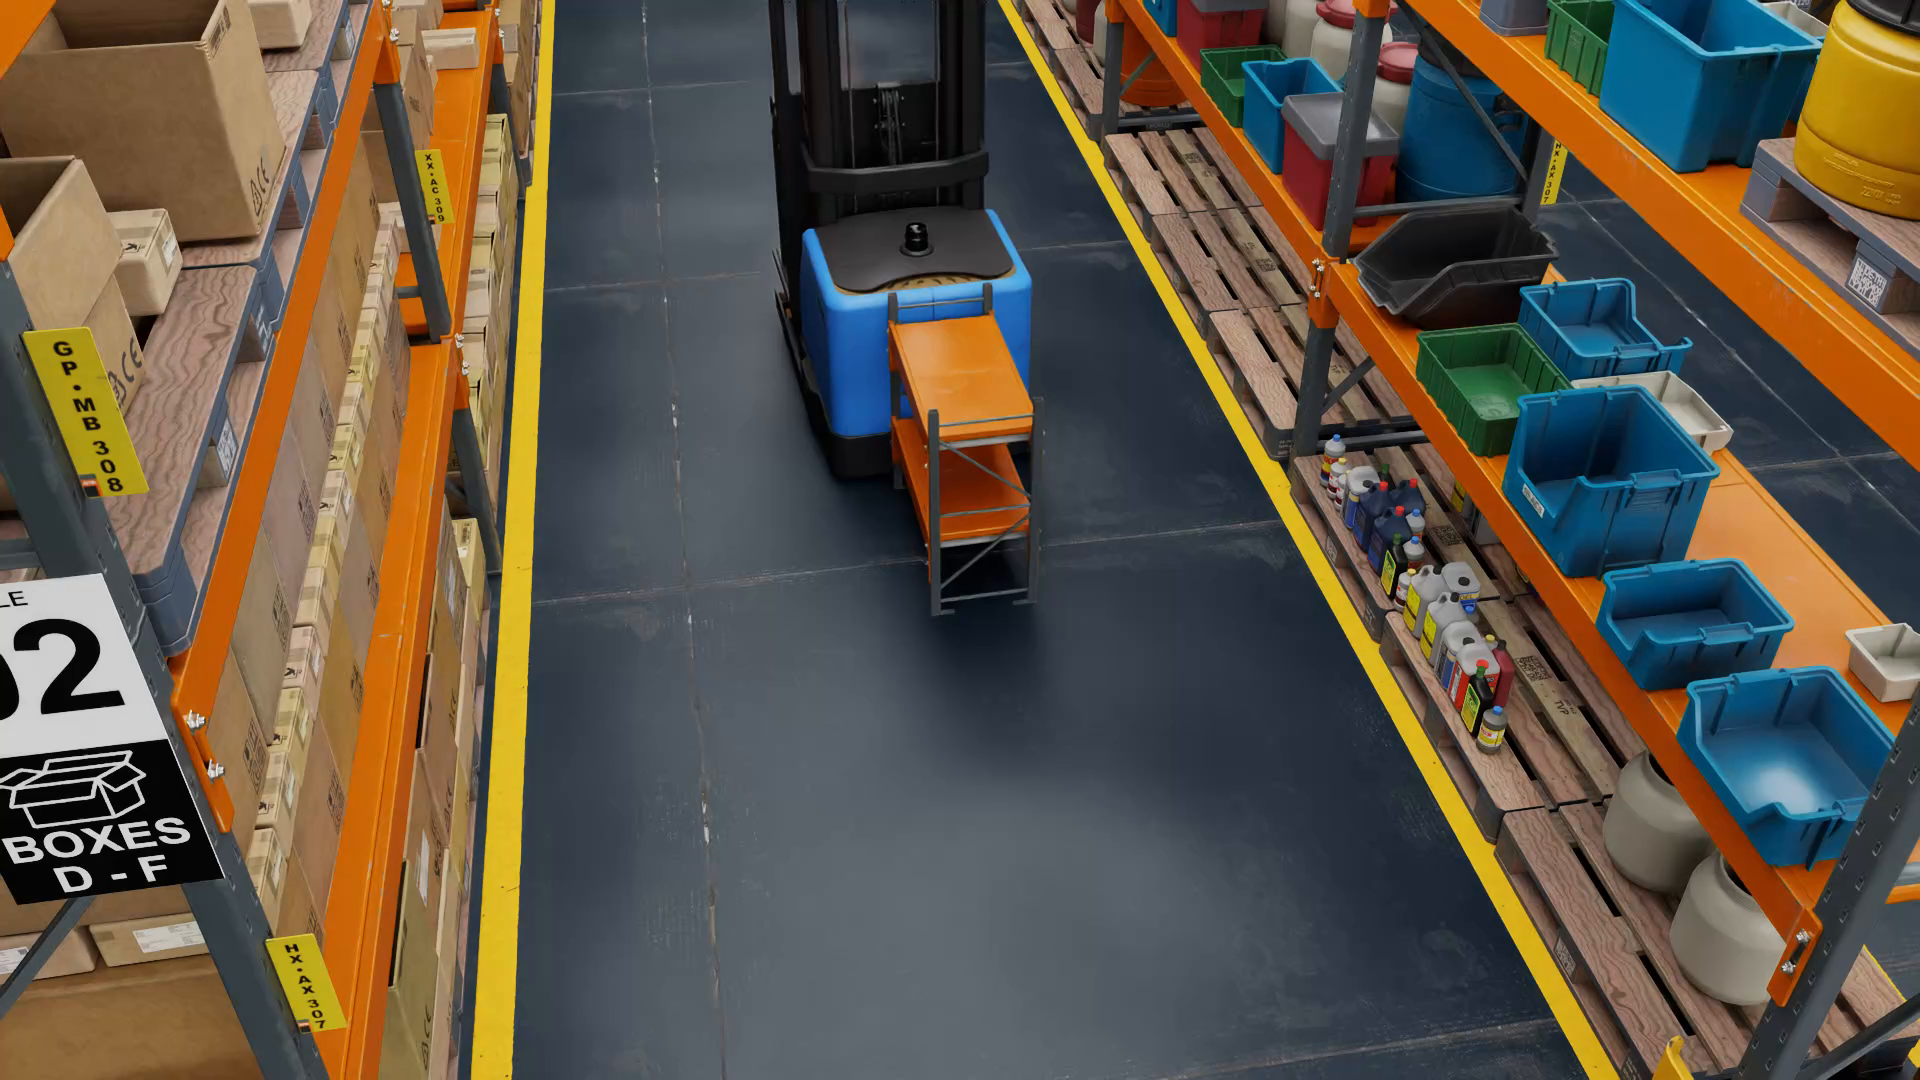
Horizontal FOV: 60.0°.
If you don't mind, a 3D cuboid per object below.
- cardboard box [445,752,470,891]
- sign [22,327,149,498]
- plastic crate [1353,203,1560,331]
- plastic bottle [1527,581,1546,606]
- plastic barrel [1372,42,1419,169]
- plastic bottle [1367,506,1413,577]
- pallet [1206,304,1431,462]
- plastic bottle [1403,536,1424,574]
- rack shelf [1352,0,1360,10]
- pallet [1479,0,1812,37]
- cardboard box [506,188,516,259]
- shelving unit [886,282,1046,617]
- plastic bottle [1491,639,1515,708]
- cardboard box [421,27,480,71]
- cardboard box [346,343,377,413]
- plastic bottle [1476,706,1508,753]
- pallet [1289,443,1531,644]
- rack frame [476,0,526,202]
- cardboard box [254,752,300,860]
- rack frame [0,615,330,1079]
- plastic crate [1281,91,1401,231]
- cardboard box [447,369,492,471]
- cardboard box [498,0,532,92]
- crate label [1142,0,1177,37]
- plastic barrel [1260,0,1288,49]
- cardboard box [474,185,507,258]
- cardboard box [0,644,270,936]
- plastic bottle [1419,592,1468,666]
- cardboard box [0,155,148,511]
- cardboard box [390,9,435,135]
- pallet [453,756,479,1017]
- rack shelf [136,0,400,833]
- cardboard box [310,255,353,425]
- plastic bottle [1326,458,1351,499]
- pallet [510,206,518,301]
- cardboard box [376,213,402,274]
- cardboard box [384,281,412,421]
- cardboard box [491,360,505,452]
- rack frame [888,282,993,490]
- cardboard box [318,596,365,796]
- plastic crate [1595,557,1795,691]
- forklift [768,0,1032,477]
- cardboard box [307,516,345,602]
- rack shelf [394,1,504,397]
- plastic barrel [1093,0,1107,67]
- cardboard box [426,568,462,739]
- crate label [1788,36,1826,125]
[{"bbox_3d":[-2.125,1.077,6.218,0.500,0.250,0.500,-6,38,-8],"label":"cardboard box"},{"bbox_3d":[-1.441,-0.206,2.748,0.100,0.325,0.005,-6,38,-8],"label":"sign"},{"bbox_3d":[2.154,-1.181,7.276,0.767,0.338,0.504,-6,38,-8],"label":"plastic crate"},{"bbox_3d":[2.595,0.143,7.377,0.061,0.283,0.133,-6,38,-8],"label":"plastic bottle"},{"bbox_3d":[2.236,-2.191,8.414,0.433,0.535,0.433,0,38,0],"label":"plastic barrel"},{"bbox_3d":[1.954,-0.017,7.527,0.144,0.351,0.185,-8,39,-10],"label":"plastic bottle"},{"bbox_3d":[2.012,-0.905,9.142,1.003,0.211,1.213,-6,38,-8],"label":"pallet"},{"bbox_3d":[2.016,0.099,7.443,0.097,0.271,0.097,0,38,0],"label":"plastic bottle"},{"bbox_3d":[1.837,-3.644,8.537,1.077,0.370,4.000,-6,38,-8],"label":"rack shelf"},{"bbox_3d":[2.410,-2.220,6.272,1.213,0.211,1.003,-6,38,-8],"label":"pallet"},{"bbox_3d":[-2.965,-1.899,10.048,0.500,0.250,0.500,-7,38,-8],"label":"cardboard box"},{"bbox_3d":[0.010,-0.434,7.792,0.538,1.125,1.048,-7,38,-9],"label":"shelving unit"},{"bbox_3d":[2.223,0.550,6.852,0.061,0.283,0.133,-6,38,-8],"label":"plastic bottle"},{"bbox_3d":[-2.961,-2.808,9.525,0.380,0.149,0.250,-6,38,-8],"label":"cardboard box"},{"bbox_3d":[-2.254,-0.545,5.796,0.380,0.149,0.250,-6,38,-8],"label":"cardboard box"},{"bbox_3d":[2.135,0.750,6.662,0.097,0.201,0.097,0,38,0],"label":"plastic bottle"},{"bbox_3d":[2.264,-0.024,8.009,1.003,0.211,1.213,-6,38,-8],"label":"pallet"},{"bbox_3d":[-3.391,-3.421,10.108,1.000,3.000,0.127,-6,38,-8],"label":"rack frame"},{"bbox_3d":[-1.894,0.696,4.199,0.380,0.149,0.250,-7,38,-9],"label":"cardboard box"},{"bbox_3d":[-1.988,1.411,3.889,1.000,3.000,0.127,-6,38,-8],"label":"rack frame"},{"bbox_3d":[1.802,-1.820,7.996,0.402,0.464,0.583,-6,38,-8],"label":"plastic crate"},{"bbox_3d":[-2.517,-0.583,7.897,0.500,0.311,0.500,-6,38,-8],"label":"cardboard box"},{"bbox_3d":[-3.370,-3.532,11.931,0.500,0.500,0.500,-7,38,-9],"label":"cardboard box"},{"bbox_3d":[1.394,-3.336,9.971,0.502,0.435,0.616,-6,38,-8],"label":"crate label"},{"bbox_3d":[1.951,-3.143,9.659,0.421,0.512,0.421,0,38,0],"label":"plastic barrel"},{"bbox_3d":[-2.873,-1.814,9.482,0.500,0.311,0.500,-6,38,-8],"label":"cardboard box"},{"bbox_3d":[-2.067,0.544,3.866,0.700,0.500,0.500,-6,38,-8],"label":"cardboard box"},{"bbox_3d":[2.061,0.352,7.052,0.144,0.351,0.185,-5,38,-6],"label":"plastic bottle"},{"bbox_3d":[-2.085,-0.383,3.212,0.797,0.503,0.637,-4,38,-5],"label":"cardboard box"},{"bbox_3d":[-3.081,-2.449,8.776,0.500,0.500,0.500,-8,39,-10],"label":"cardboard box"},{"bbox_3d":[-2.374,1.319,6.280,1.003,0.211,1.213,-6,38,-8],"label":"pallet"},{"bbox_3d":[-2.339,-0.698,4.744,1.077,0.370,4.000,-6,38,-8],"label":"rack shelf"},{"bbox_3d":[-2.429,-0.682,5.444,0.700,0.500,0.500,-6,38,-8],"label":"cardboard box"},{"bbox_3d":[1.830,-0.303,8.018,0.097,0.201,0.097,0,38,0],"label":"plastic bottle"},{"bbox_3d":[-3.285,-1.818,10.319,1.003,0.211,1.213,-6,38,-8],"label":"pallet"},{"bbox_3d":[-2.431,-1.159,6.587,0.380,0.149,0.250,-6,38,-8],"label":"cardboard box"},{"bbox_3d":[-2.606,-0.777,6.624,0.700,0.500,0.500,-7,38,-9],"label":"cardboard box"},{"bbox_3d":[-2.605,-0.664,8.459,0.500,0.250,0.500,-5,38,-7],"label":"cardboard box"},{"bbox_3d":[-0.092,-0.740,8.185,0.500,1.125,0.032,-7,38,-9],"label":"rack frame"},{"bbox_3d":[-2.236,0.471,5.017,0.700,0.500,0.500,-6,38,-8],"label":"cardboard box"},{"bbox_3d":[2.398,0.276,5.471,0.499,0.251,0.408,-6,38,-8],"label":"plastic crate"},{"bbox_3d":[-0.468,-2.385,8.831,1.130,2.935,3.031,-8,39,-10],"label":"forklift"},{"bbox_3d":[-2.073,0.077,4.995,0.380,0.149,0.250,-7,38,-9],"label":"cardboard box"},{"bbox_3d":[-3.040,-1.929,8.774,1.077,0.370,4.000,-6,38,-8],"label":"rack shelf"},{"bbox_3d":[1.197,-3.760,12.230,0.421,0.512,0.421,0,38,0],"label":"plastic barrel"},{"bbox_3d":[-2.225,0.480,6.374,0.500,0.500,0.500,-6,38,-8],"label":"cardboard box"},{"bbox_3d":[2.886,-1.411,5.198,0.502,0.251,0.408,-6,38,-8],"label":"crate label"}]
